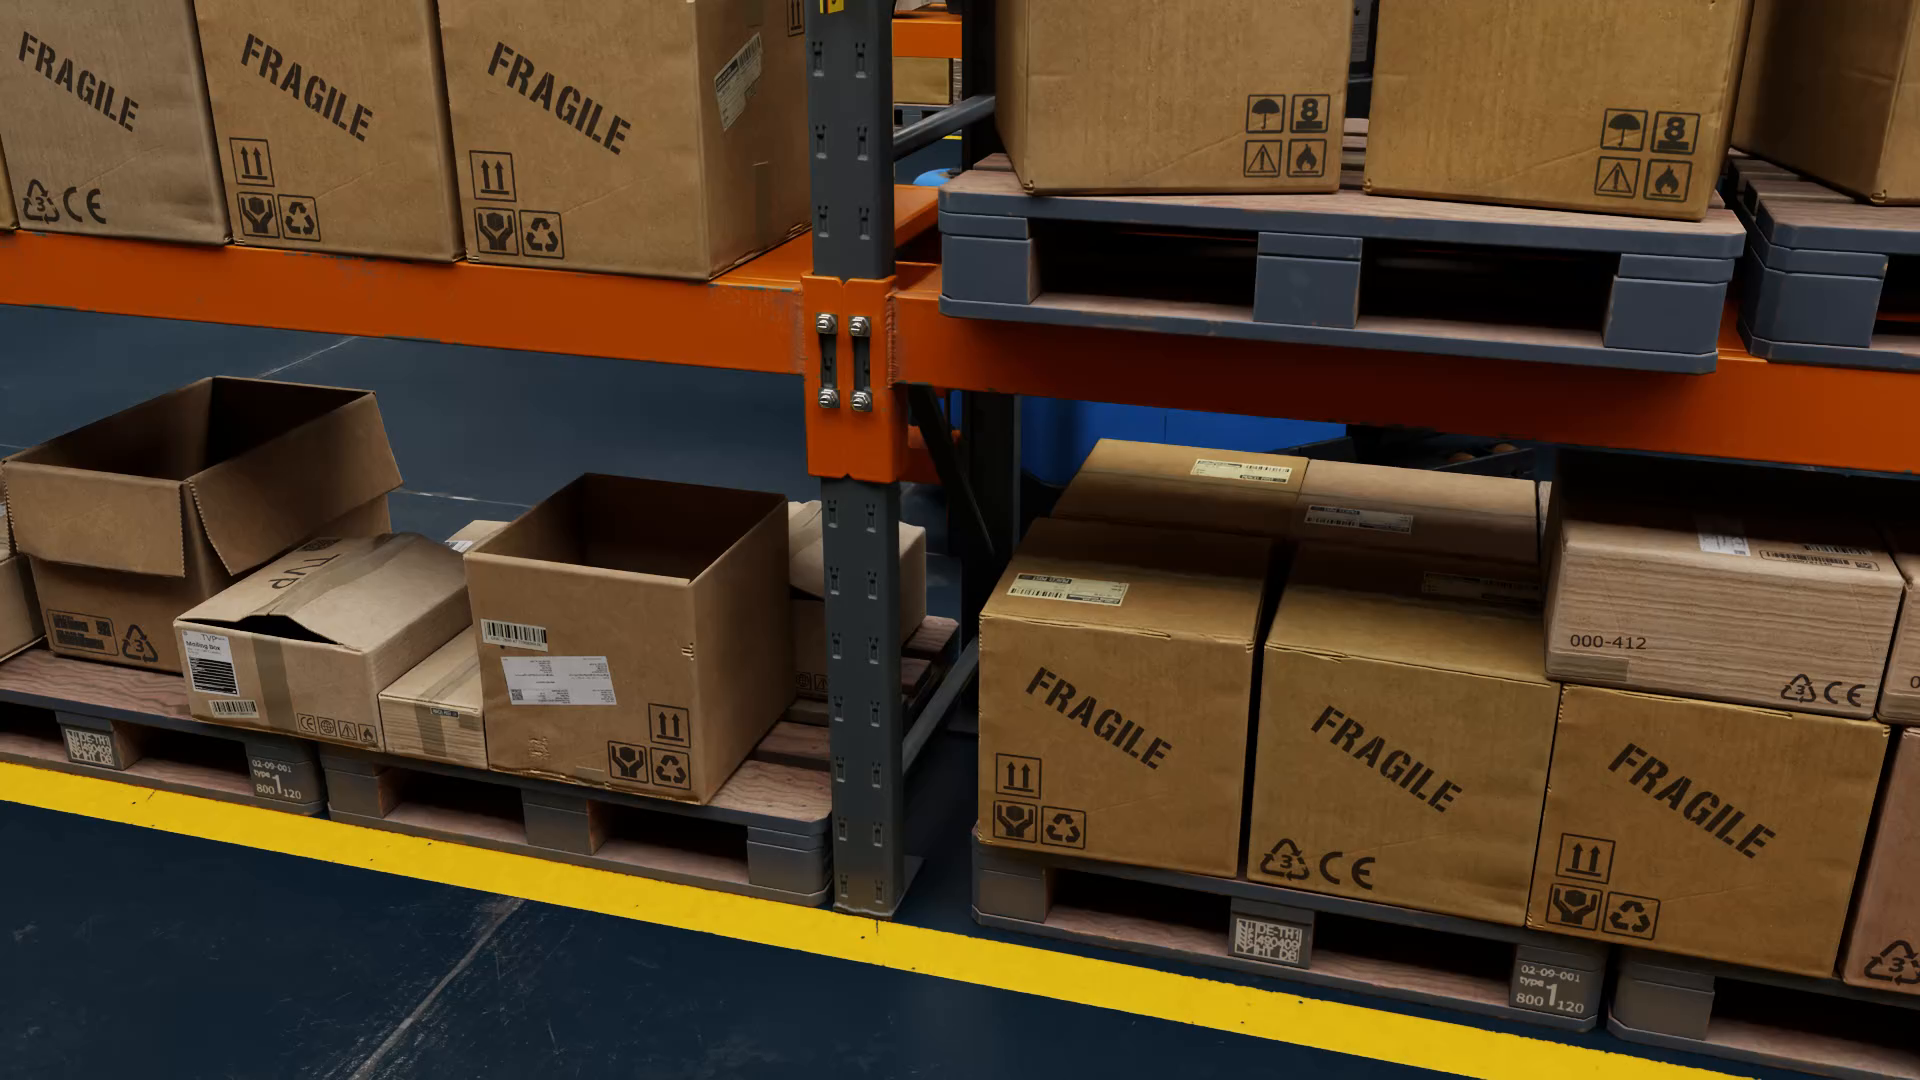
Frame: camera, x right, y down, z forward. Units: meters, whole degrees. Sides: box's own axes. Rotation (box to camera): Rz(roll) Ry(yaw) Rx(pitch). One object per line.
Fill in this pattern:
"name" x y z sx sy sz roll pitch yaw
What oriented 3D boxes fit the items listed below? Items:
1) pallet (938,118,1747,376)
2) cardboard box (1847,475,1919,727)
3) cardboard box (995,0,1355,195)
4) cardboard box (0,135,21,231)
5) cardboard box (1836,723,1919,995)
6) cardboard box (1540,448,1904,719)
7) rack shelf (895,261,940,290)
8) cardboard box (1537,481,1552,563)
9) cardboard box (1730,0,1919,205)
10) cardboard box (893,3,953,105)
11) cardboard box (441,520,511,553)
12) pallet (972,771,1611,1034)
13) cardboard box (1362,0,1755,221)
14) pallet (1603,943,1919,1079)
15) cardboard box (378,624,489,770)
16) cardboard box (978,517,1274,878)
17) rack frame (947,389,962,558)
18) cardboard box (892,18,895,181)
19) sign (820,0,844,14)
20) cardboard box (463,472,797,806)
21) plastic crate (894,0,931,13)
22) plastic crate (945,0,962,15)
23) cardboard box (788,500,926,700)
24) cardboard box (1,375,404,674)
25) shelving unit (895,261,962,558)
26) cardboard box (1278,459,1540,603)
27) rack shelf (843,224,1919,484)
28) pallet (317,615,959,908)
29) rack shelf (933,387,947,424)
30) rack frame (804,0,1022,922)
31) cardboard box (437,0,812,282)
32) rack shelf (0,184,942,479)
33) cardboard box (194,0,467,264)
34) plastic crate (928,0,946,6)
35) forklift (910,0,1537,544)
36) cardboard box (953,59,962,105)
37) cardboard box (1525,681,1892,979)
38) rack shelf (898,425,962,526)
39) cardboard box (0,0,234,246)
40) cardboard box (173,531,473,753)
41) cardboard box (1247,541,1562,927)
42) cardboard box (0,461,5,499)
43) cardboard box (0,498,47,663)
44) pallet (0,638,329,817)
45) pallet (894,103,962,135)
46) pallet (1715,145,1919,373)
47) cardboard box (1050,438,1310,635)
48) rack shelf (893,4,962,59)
"pallet" 0.678 -0.584 2.993 1.213 0.211 1.003 7 23 16
"cardboard box" 1.775 0.112 2.770 0.500 0.250 0.500 6 23 14
"cardboard box" 0.333 -0.907 2.844 0.500 0.500 0.700 -1 22 -3
"cardboard box" -2.083 -0.974 3.560 0.500 0.500 0.500 7 23 16
"cardboard box" 1.811 0.462 2.904 0.500 0.500 0.500 6 23 14
"cardboard box" 1.295 0.057 2.903 0.500 0.250 0.500 7 23 16
"rack shelf" -0.124 -0.732 4.949 0.240 0.259 0.215 7 24 17
"cardboard box" 1.451 0.216 3.506 0.500 0.500 0.500 7 23 16
"cardboard box" 1.654 -0.869 2.751 0.500 0.500 0.700 1 22 2
"cardboard box" -0.384 -4.007 13.333 0.875 0.875 0.875 7 23 16
"cardboard box" -1.226 0.092 4.247 0.250 0.166 0.380 7 23 16
"pallet" 0.734 0.566 3.612 1.213 0.211 1.003 7 23 16
"cardboard box" 1.010 -0.855 2.716 0.500 0.500 0.700 10 25 24
"pallet" 1.906 0.699 3.288 1.213 0.211 1.003 7 23 16
"cardboard box" -1.059 0.337 3.673 0.250 0.149 0.380 7 23 16
"cardboard box" 0.337 0.295 3.313 0.500 0.500 0.500 5 23 13
"rack frame" -0.007 -0.466 5.018 0.008 1.050 0.200 7 24 17
"cardboard box" -0.465 -1.001 3.626 0.500 0.500 0.500 7 23 17
"sign" -0.205 -1.002 2.620 0.005 0.325 0.100 7 23 16
"cardboard box" -0.683 0.194 3.559 0.500 0.500 0.500 7 23 16
"plastic crate" -0.375 -2.586 7.891 0.466 0.136 0.293 7 23 16
"plastic crate" 0.230 -2.525 7.756 0.590 0.125 0.437 7 23 16
"cardboard box" -0.395 0.116 3.998 0.500 0.311 0.500 7 23 16
"cardboard box" -1.856 -0.052 4.155 0.637 0.503 0.797 7 23 16
"shelving unit" -0.123 -0.480 5.053 0.252 1.050 0.215 7 24 17
"cardboard box" 0.971 0.160 3.640 0.500 0.500 0.500 7 23 16
"rack shelf" 1.859 -0.248 2.869 4.000 0.370 1.077 7 23 16
"pallet" -0.713 0.415 3.981 1.213 0.211 1.003 7 23 16
"rack shelf" -0.123 -0.470 5.057 0.240 0.259 0.215 7 24 17
"rack frame" -0.055 -0.800 3.267 0.127 3.000 1.000 7 23 16
"cardboard box" -0.608 -0.808 3.154 0.500 0.500 0.500 7 23 16
"rack shelf" -1.970 -0.686 3.938 4.000 0.370 1.077 7 23 16
"cardboard box" -1.102 -0.864 3.291 0.500 0.500 0.500 7 23 17
"plastic crate" -0.030 -2.806 8.236 0.530 0.282 0.437 7 23 16
"forklift" 1.378 -1.645 5.419 3.031 2.935 1.130 -11 25 -26
"cardboard box" 0.487 -3.907 13.090 0.875 0.875 0.875 7 23 16
"cardboard box" 1.327 0.407 3.040 0.500 0.500 0.500 7 23 16
"rack shelf" -0.121 -0.213 5.163 0.240 0.259 0.215 7 24 17
"cardboard box" -1.595 -0.919 3.426 0.500 0.500 0.500 7 23 17
"cardboard box" -1.401 0.199 3.795 0.500 0.311 0.500 7 23 16
"cardboard box" 0.851 0.349 3.180 0.500 0.500 0.500 7 23 16
"cardboard box" -2.392 -0.084 4.567 0.500 0.250 0.500 7 23 16
"cardboard box" -2.489 0.103 4.111 0.500 0.250 0.500 7 23 16
"pallet" -1.884 0.282 4.305 1.213 0.211 1.003 7 23 16
"pallet" -0.232 -3.488 13.494 1.213 0.211 1.003 7 23 16
"pallet" 1.911 -0.484 2.750 1.213 0.211 1.003 7 23 16
"cardboard box" 0.500 0.103 3.780 0.500 0.500 0.500 6 23 15
"rack shelf" -0.536 -2.485 8.325 4.000 0.370 1.077 7 23 16
